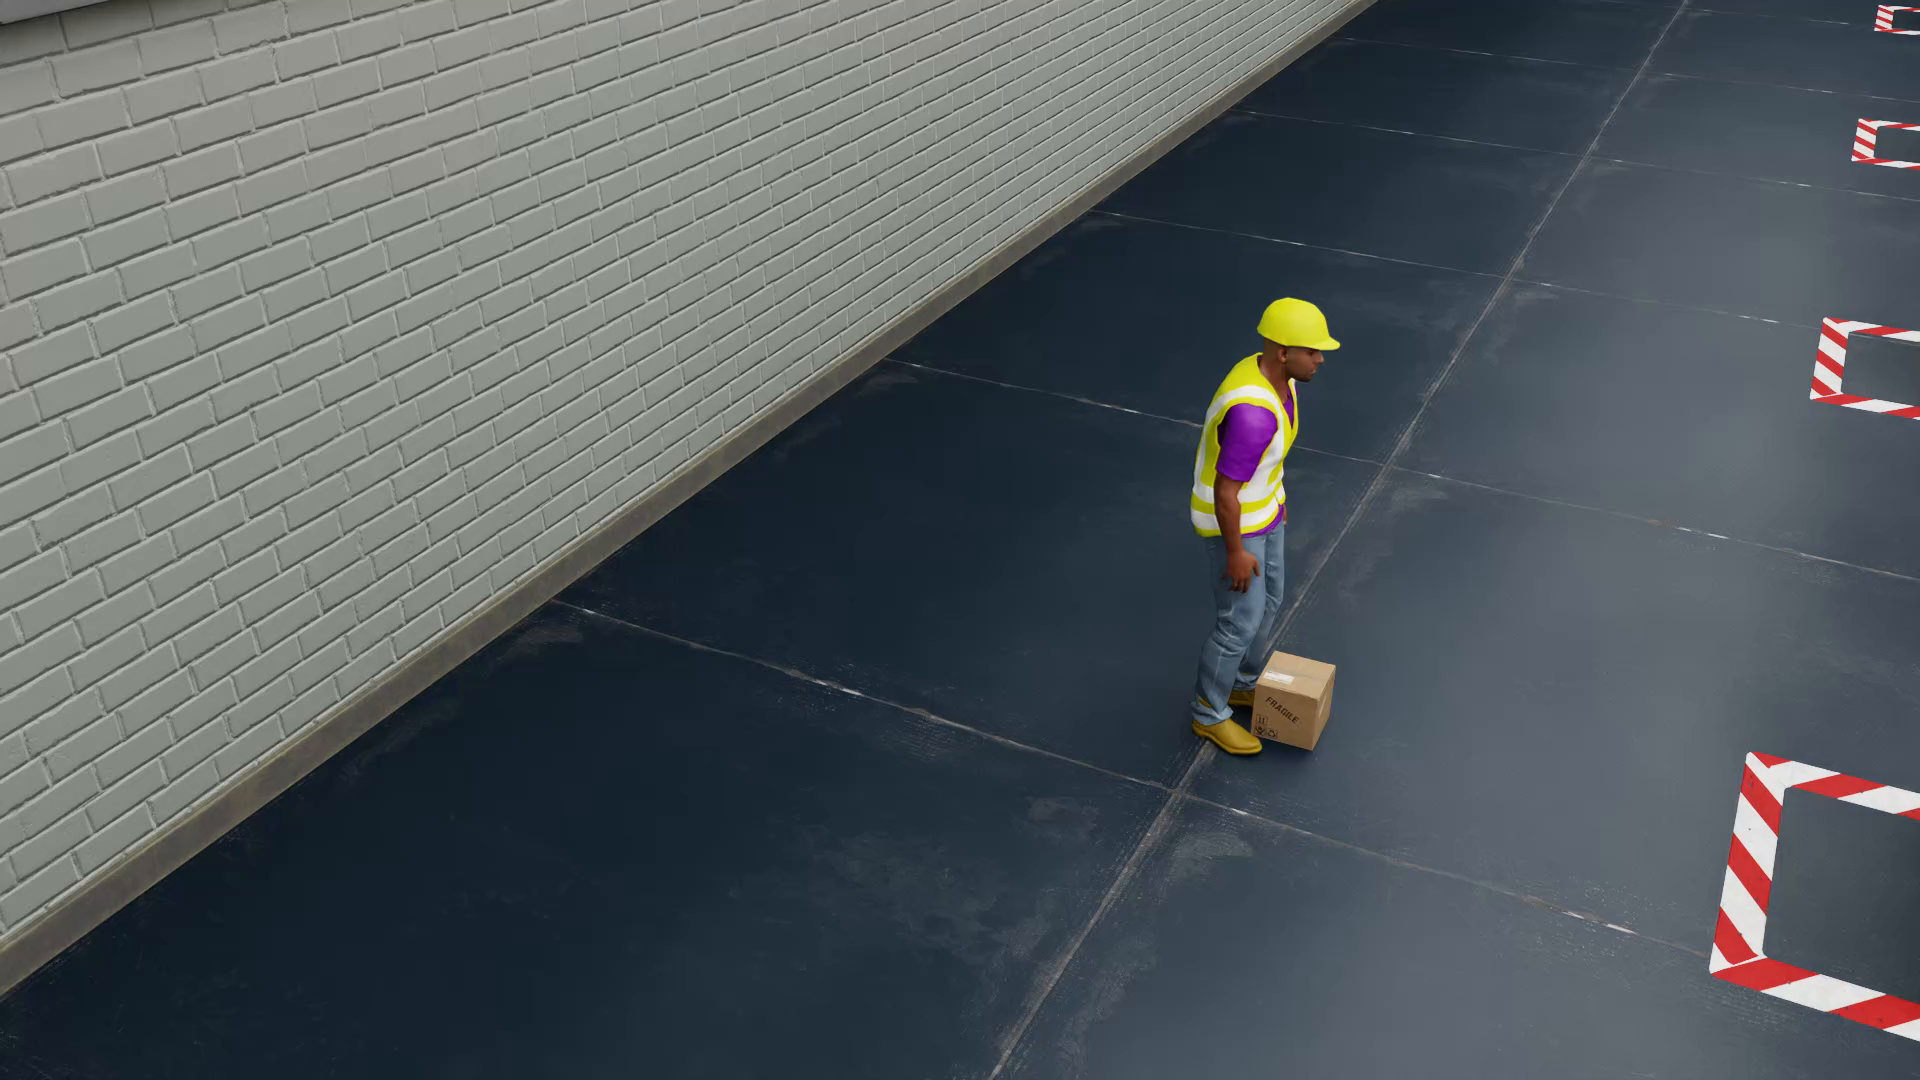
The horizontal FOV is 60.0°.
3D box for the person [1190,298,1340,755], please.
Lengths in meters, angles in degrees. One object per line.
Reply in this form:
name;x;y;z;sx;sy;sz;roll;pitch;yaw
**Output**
person;1.104;-0.073;6.243;0.461;1.755;0.630;12;32;20
